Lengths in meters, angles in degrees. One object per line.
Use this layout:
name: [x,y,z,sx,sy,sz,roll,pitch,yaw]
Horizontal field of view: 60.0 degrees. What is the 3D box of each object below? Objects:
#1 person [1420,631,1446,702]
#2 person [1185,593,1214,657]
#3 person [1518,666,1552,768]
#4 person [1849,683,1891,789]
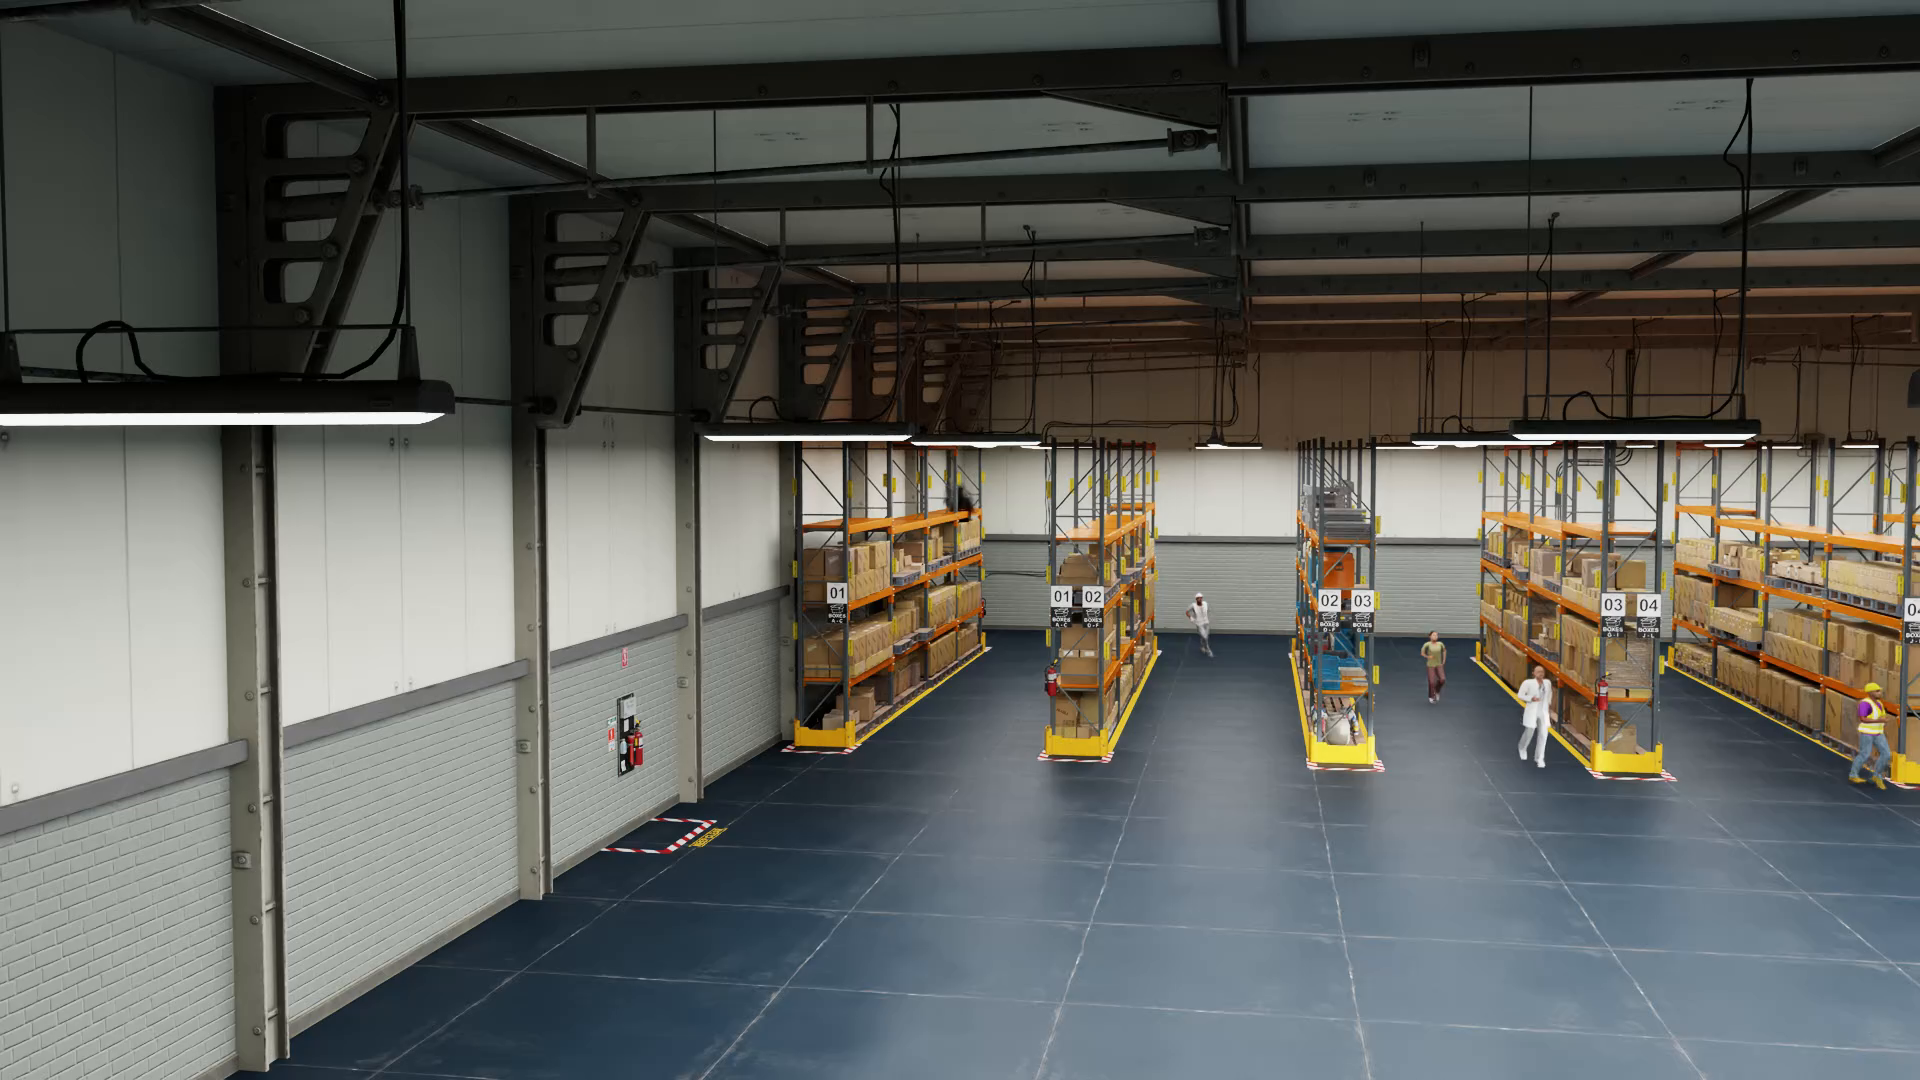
person: [10.813,2.885,37.894,0.630,1.641,0.551,0,3,-2]
person: [6.739,2.379,46.647,0.683,1.799,0.794,-1,3,-23]
person: [10.585,3.212,30.552,0.714,1.809,0.949,0,3,-2]
person: [15.599,3.346,28.410,0.710,1.824,0.708,-1,3,-24]
